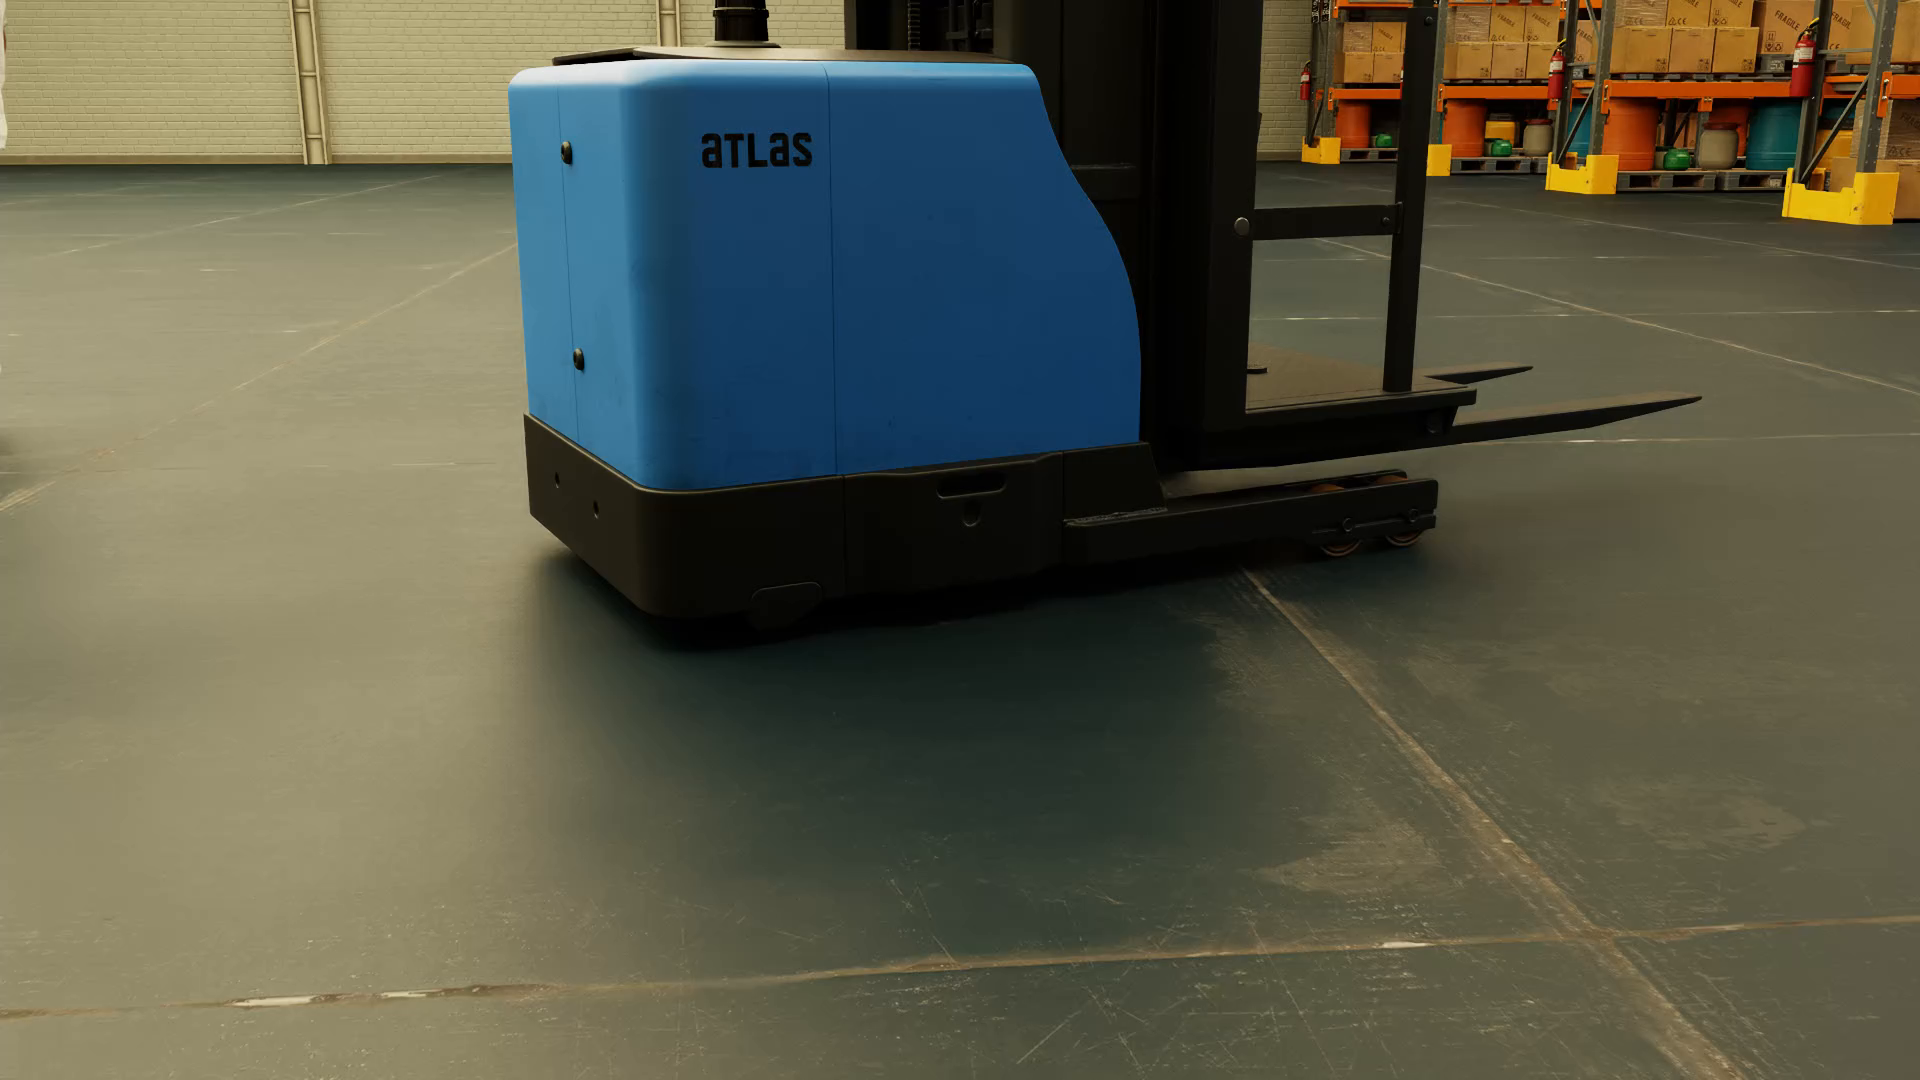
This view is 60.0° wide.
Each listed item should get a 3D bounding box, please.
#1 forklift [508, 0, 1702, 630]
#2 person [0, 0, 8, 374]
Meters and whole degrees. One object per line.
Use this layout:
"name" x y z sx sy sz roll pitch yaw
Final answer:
"forklift" 0.538 -1.490 3.837 3.031 2.935 1.130 -8 17 -27
"person" -3.085 -1.173 4.864 0.577 1.782 0.656 -1 15 -3
